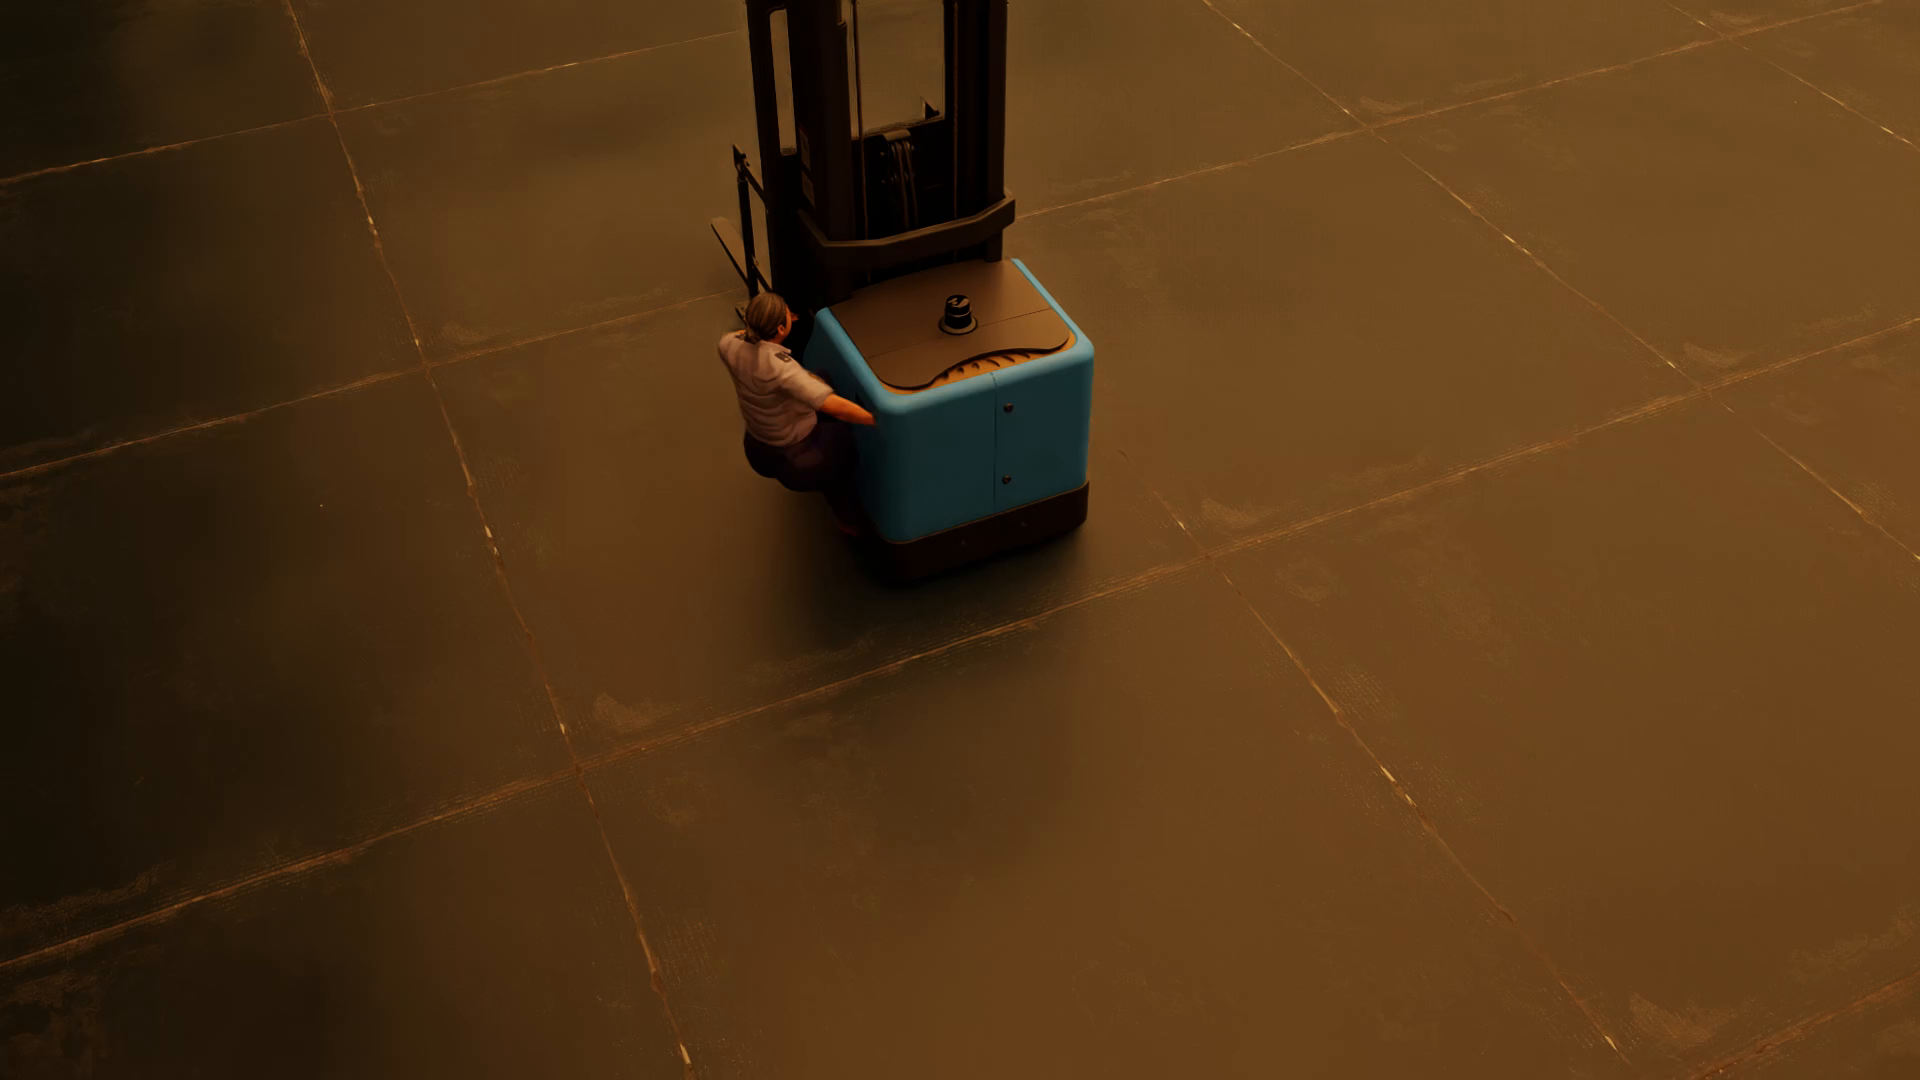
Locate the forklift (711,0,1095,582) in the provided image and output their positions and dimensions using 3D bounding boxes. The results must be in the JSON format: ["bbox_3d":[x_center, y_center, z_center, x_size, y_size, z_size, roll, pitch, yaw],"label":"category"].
[{"bbox_3d":[-0.476,-1.892,7.707,1.130,2.935,3.031,-17,46,-18],"label":"forklift"}]

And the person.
[{"bbox_3d":[-0.621,-0.579,7.403,0.900,1.407,0.781,25,48,24],"label":"person"}]
